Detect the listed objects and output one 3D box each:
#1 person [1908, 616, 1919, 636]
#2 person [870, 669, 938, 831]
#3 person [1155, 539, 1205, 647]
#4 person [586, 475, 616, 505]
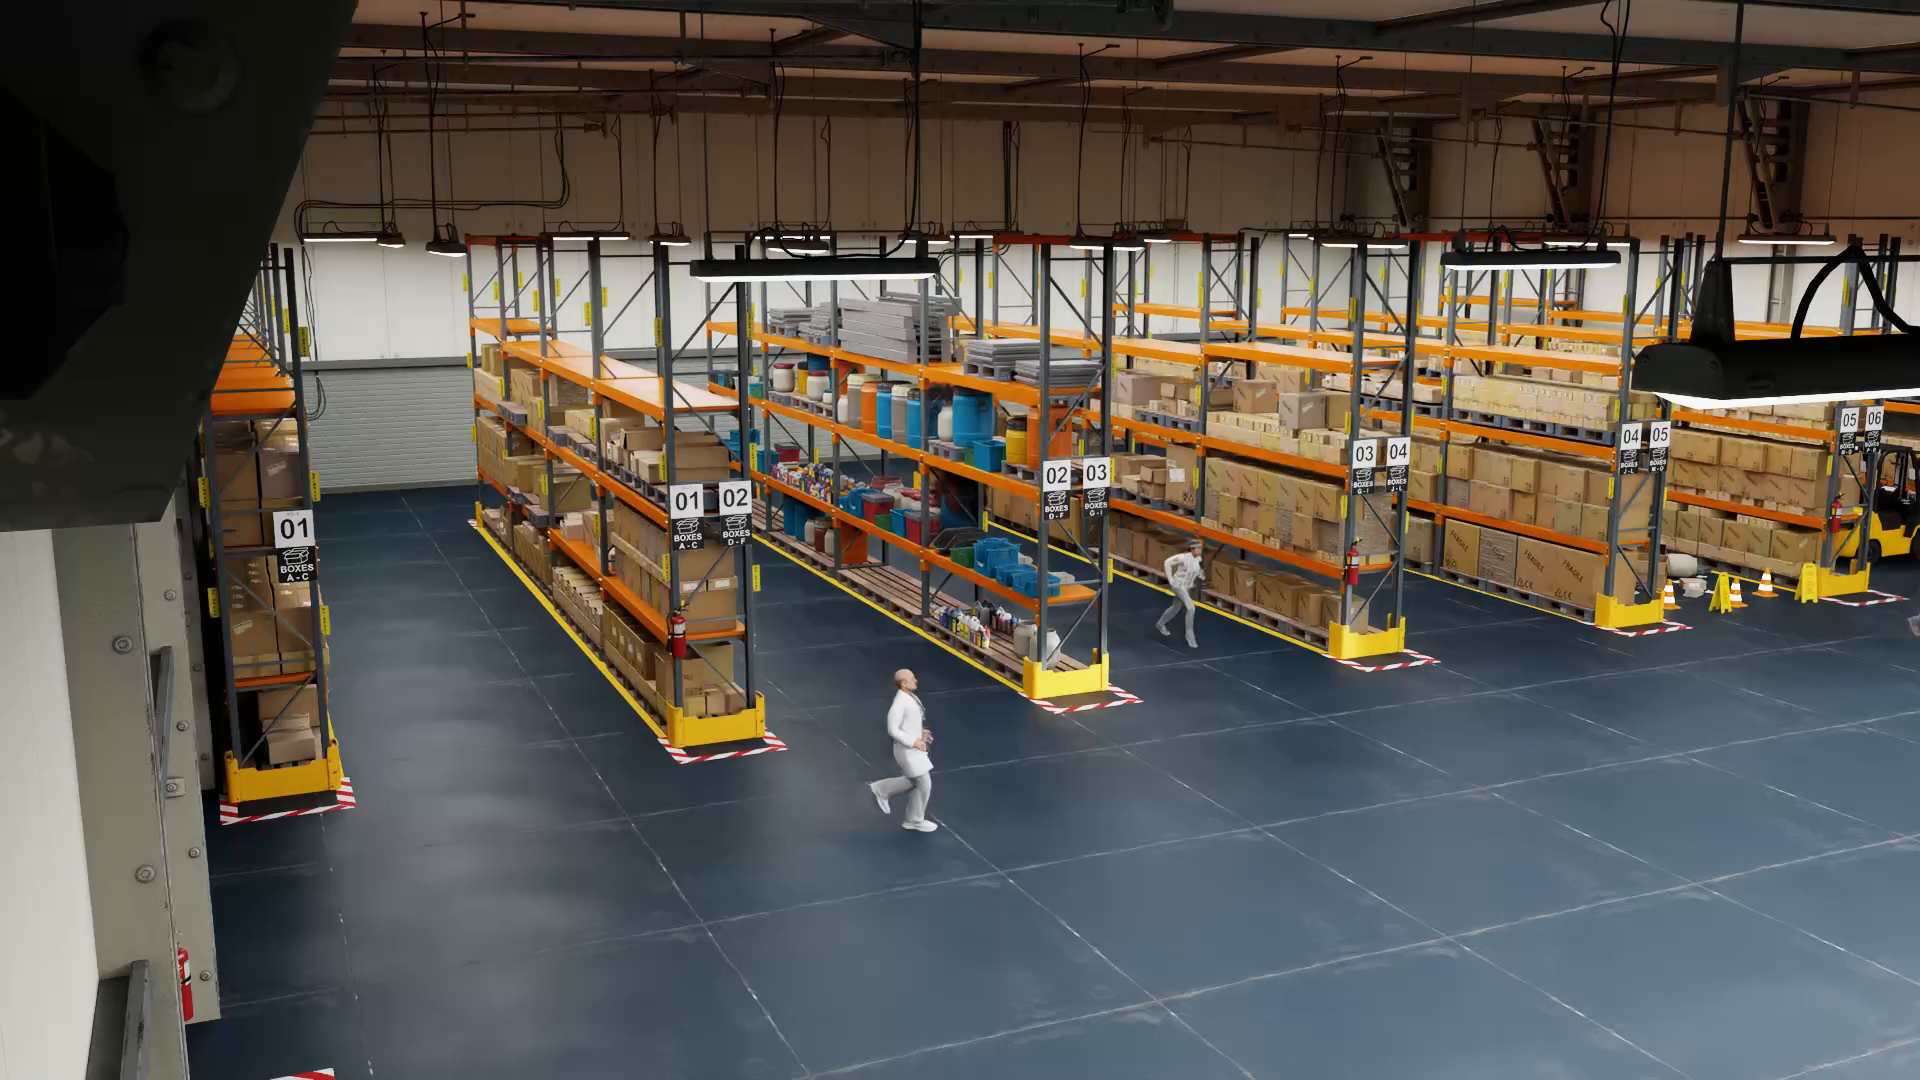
[{"bbox_3d":[14.678,0.841,24.788,0.889,1.609,0.582,6,12,28],"label":"person"},{"bbox_3d":[-0.595,2.191,17.332,0.719,1.744,0.712,1,11,4],"label":"person"},{"bbox_3d":[3.285,0.759,25.066,0.631,1.683,0.870,-10,15,-43],"label":"person"},{"bbox_3d":[-7.586,-1.215,34.902,0.708,1.714,0.594,-10,15,-42],"label":"person"}]
